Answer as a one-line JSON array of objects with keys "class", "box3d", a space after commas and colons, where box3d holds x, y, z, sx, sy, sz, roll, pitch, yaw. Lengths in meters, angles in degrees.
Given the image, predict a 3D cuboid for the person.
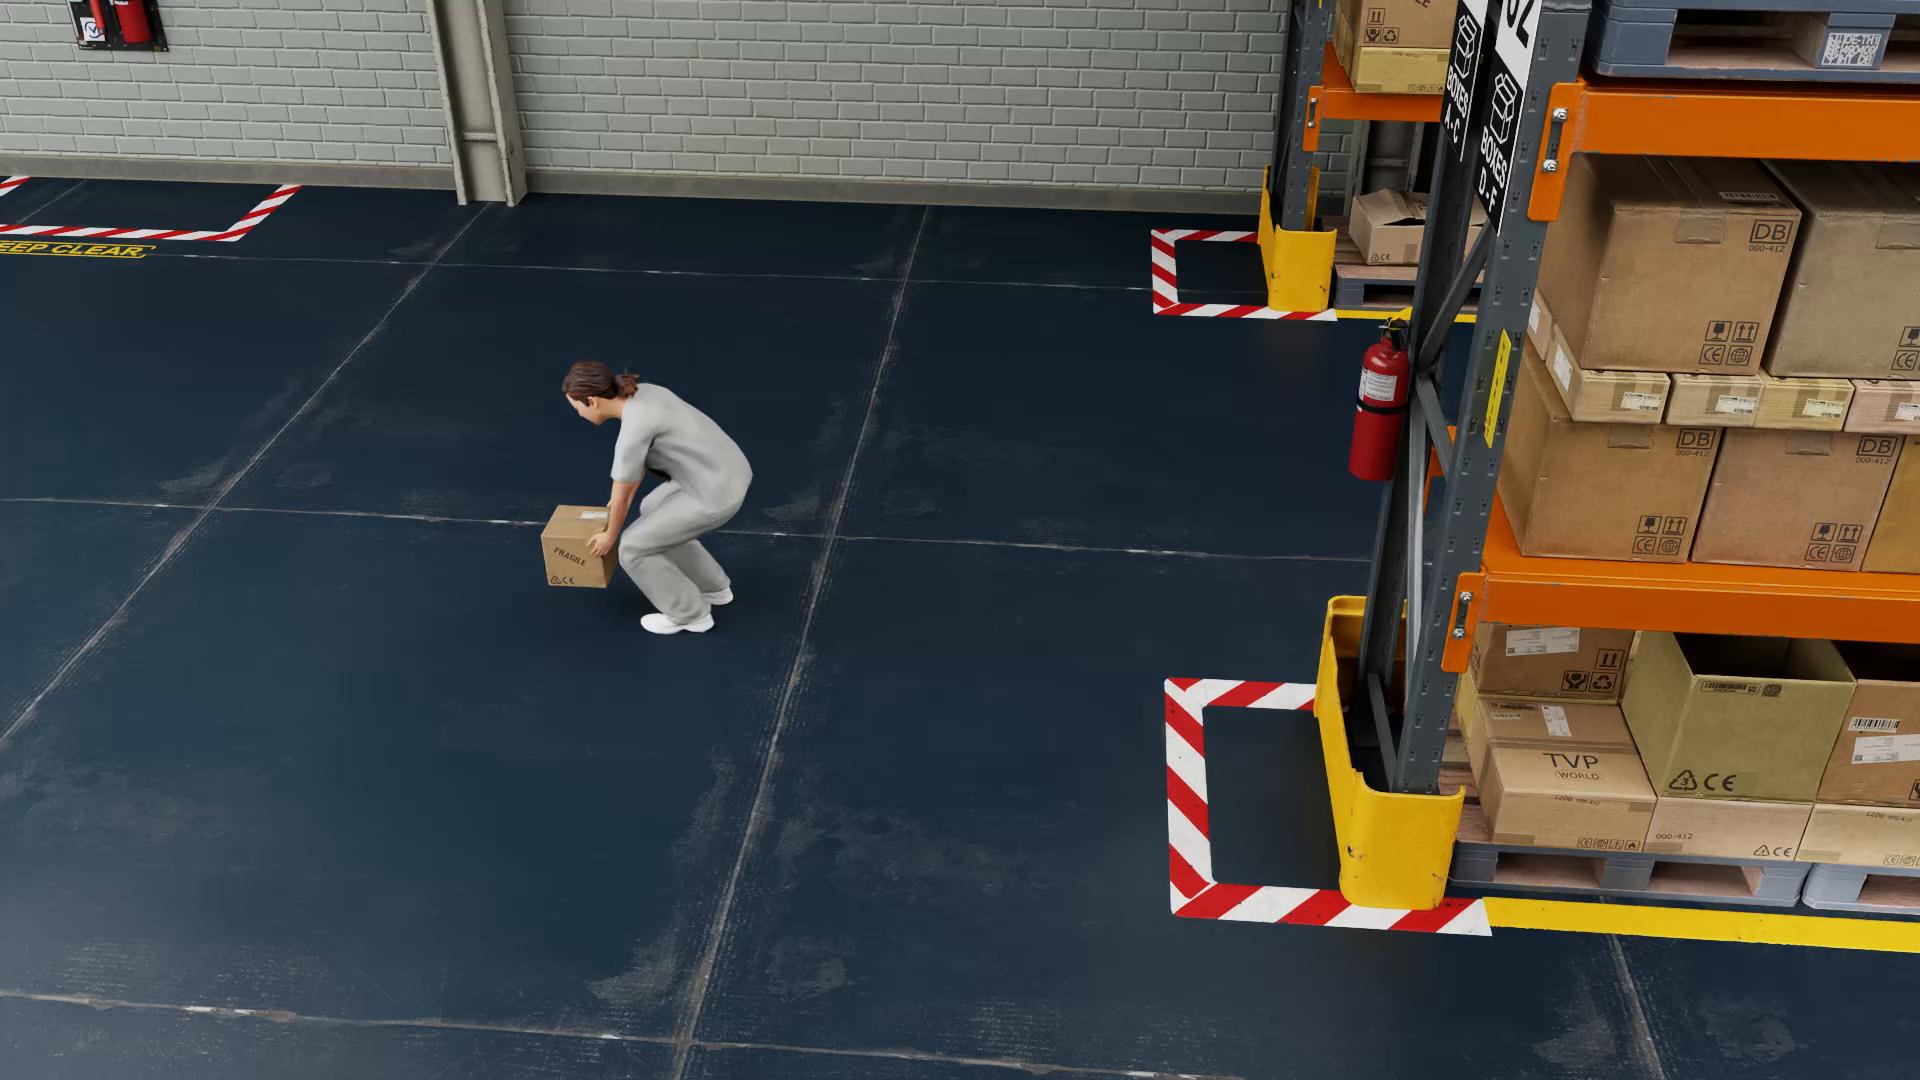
[{"class": "person", "box3d": [-1.222, -0.181, 6.858, 0.716, 1.221, 0.496, 3, 32, 4]}]
